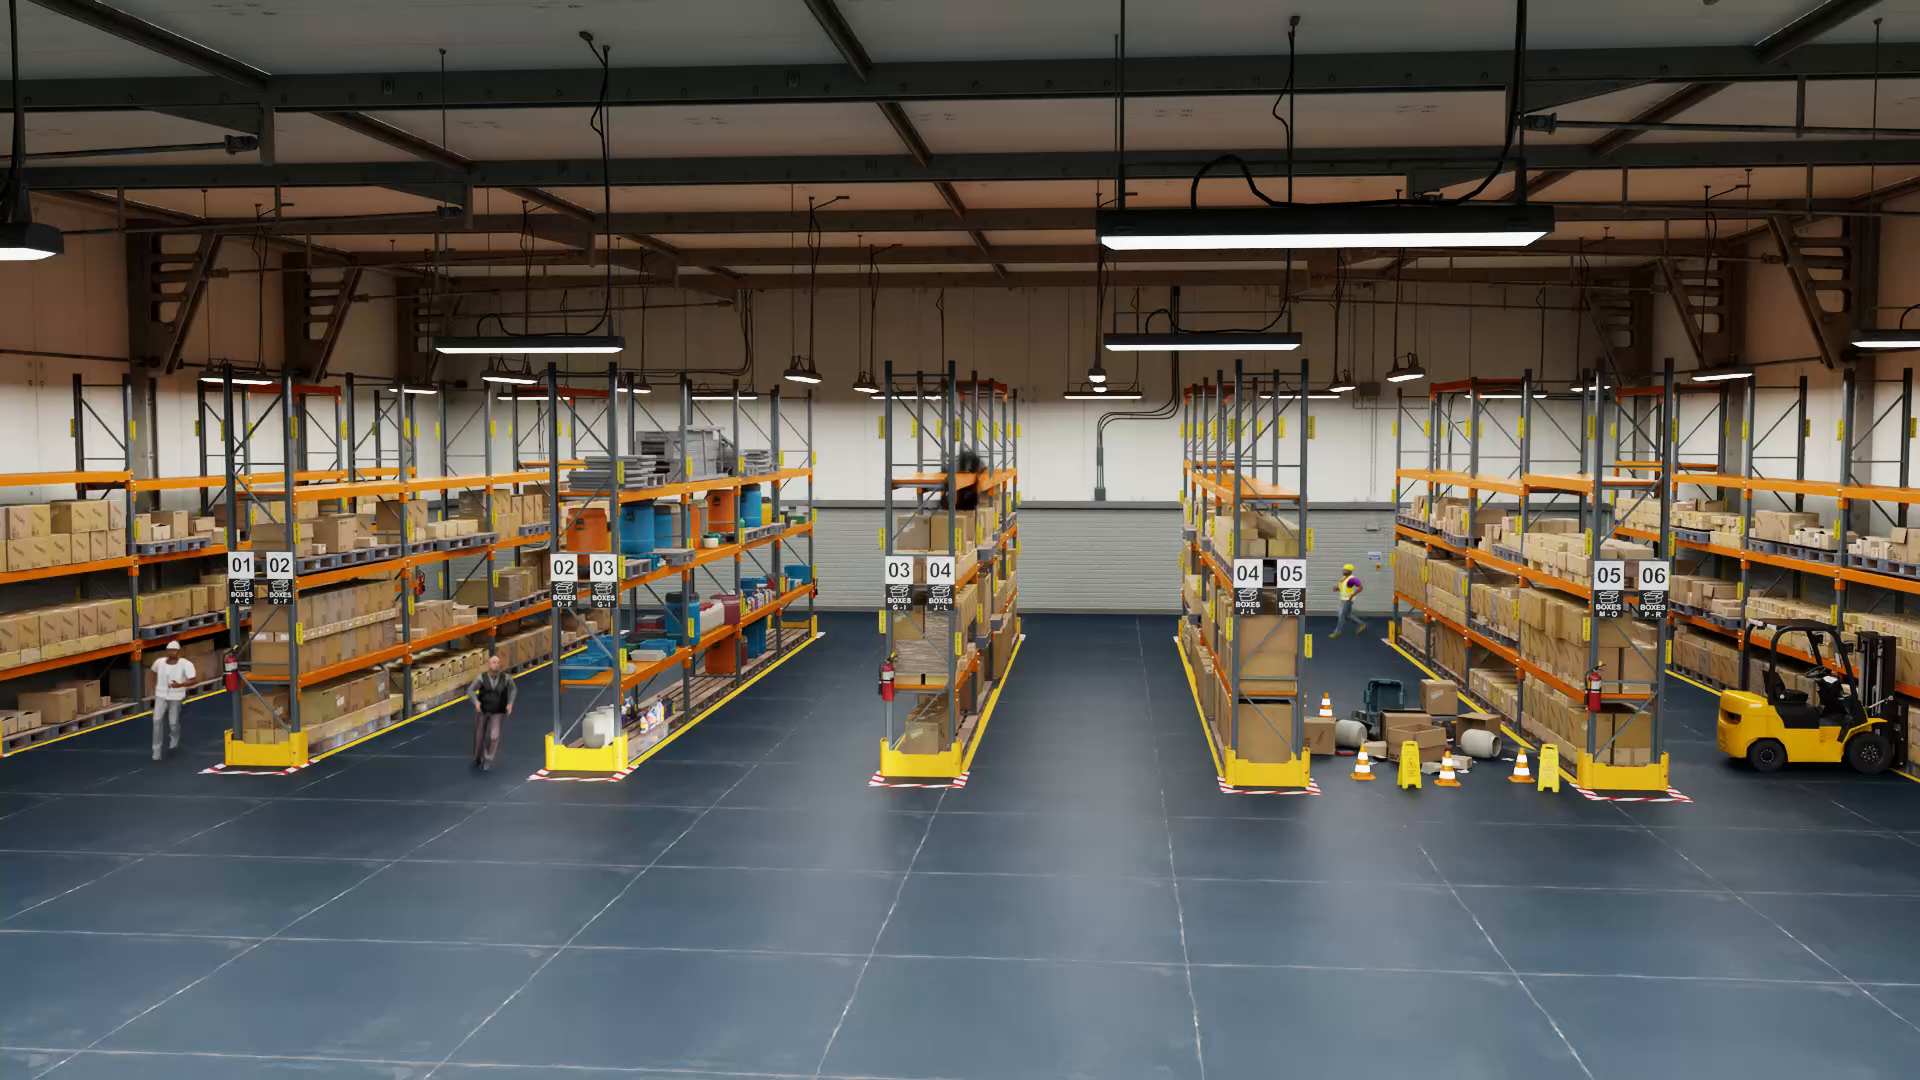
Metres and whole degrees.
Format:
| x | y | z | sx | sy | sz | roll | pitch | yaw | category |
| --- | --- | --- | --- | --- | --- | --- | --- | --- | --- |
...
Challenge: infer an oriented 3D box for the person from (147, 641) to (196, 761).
| x | y | z | sx | sy | sz | roll | pitch | yaw | category |
| --- | --- | --- | --- | --- | --- | --- | --- | --- | --- |
| -12.153 | 2.448 | 25.655 | 0.716 | 1.804 | 0.893 | -1 | 4 | -12 | person |

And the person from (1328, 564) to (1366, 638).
| x | y | z | sx | sy | sz | roll | pitch | yaw | category |
| --- | --- | --- | --- | --- | --- | --- | --- | --- | --- |
| 9.339 | 1.465 | 40.101 | 0.965 | 1.765 | 0.699 | 0 | 4 | -3 | person |

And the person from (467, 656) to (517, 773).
| x | y | z | sx | sy | sz | roll | pitch | yaw | category |
| --- | --- | --- | --- | --- | --- | --- | --- | --- | --- |
| -6.881 | 2.559 | 24.473 | 0.715 | 1.697 | 0.641 | -1 | 4 | -14 | person |
